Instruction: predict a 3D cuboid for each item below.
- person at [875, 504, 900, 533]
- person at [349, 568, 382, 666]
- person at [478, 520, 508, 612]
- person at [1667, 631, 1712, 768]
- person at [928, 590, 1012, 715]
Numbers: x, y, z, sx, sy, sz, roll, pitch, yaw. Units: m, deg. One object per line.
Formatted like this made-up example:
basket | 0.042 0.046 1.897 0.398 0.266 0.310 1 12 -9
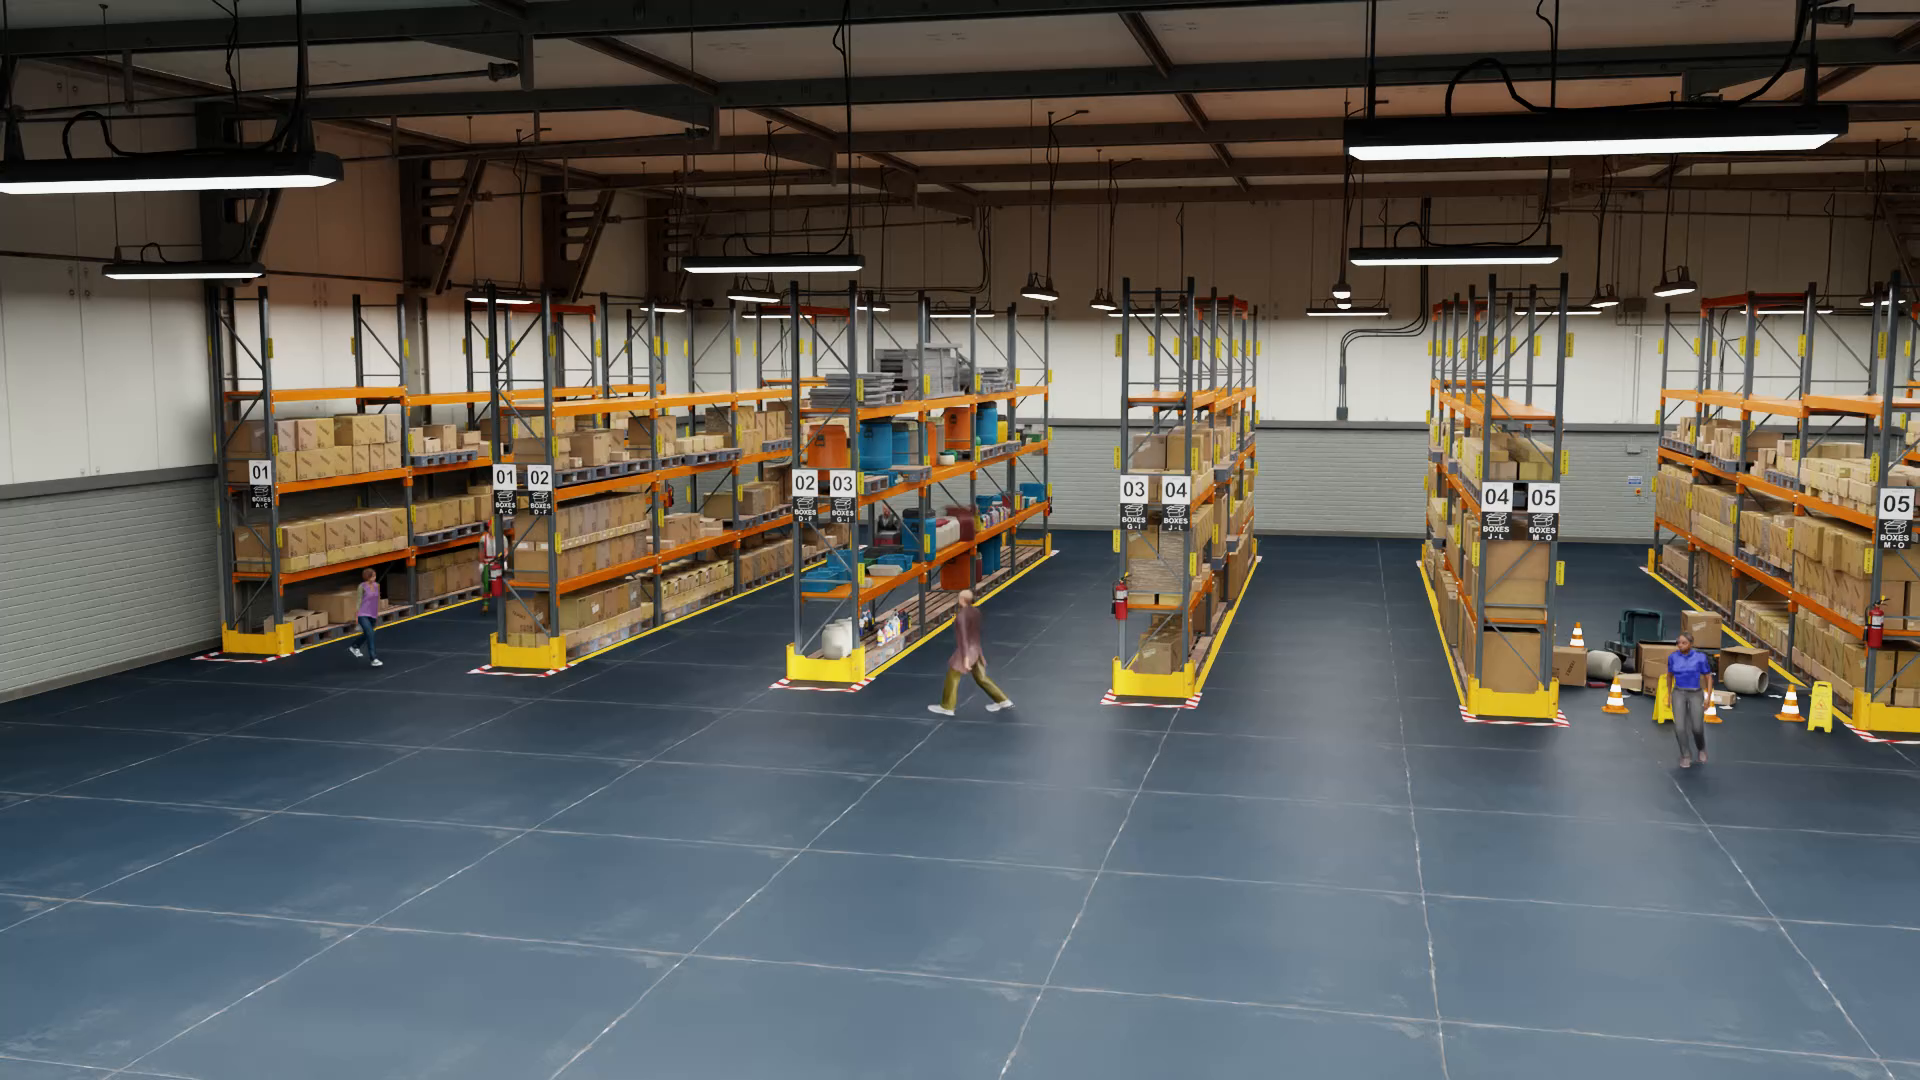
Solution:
person | -1.606 0.042 35.837 0.557 1.661 1.069 2 7 16
person | -9.459 1.213 26.430 0.944 1.502 0.424 4 8 32
person | -8.864 0.481 31.611 0.559 1.731 1.040 -2 7 -16
person | 8.794 1.900 20.061 0.522 1.640 0.468 4 8 33
person | 0.134 1.539 22.642 1.144 1.732 0.585 2 7 17
